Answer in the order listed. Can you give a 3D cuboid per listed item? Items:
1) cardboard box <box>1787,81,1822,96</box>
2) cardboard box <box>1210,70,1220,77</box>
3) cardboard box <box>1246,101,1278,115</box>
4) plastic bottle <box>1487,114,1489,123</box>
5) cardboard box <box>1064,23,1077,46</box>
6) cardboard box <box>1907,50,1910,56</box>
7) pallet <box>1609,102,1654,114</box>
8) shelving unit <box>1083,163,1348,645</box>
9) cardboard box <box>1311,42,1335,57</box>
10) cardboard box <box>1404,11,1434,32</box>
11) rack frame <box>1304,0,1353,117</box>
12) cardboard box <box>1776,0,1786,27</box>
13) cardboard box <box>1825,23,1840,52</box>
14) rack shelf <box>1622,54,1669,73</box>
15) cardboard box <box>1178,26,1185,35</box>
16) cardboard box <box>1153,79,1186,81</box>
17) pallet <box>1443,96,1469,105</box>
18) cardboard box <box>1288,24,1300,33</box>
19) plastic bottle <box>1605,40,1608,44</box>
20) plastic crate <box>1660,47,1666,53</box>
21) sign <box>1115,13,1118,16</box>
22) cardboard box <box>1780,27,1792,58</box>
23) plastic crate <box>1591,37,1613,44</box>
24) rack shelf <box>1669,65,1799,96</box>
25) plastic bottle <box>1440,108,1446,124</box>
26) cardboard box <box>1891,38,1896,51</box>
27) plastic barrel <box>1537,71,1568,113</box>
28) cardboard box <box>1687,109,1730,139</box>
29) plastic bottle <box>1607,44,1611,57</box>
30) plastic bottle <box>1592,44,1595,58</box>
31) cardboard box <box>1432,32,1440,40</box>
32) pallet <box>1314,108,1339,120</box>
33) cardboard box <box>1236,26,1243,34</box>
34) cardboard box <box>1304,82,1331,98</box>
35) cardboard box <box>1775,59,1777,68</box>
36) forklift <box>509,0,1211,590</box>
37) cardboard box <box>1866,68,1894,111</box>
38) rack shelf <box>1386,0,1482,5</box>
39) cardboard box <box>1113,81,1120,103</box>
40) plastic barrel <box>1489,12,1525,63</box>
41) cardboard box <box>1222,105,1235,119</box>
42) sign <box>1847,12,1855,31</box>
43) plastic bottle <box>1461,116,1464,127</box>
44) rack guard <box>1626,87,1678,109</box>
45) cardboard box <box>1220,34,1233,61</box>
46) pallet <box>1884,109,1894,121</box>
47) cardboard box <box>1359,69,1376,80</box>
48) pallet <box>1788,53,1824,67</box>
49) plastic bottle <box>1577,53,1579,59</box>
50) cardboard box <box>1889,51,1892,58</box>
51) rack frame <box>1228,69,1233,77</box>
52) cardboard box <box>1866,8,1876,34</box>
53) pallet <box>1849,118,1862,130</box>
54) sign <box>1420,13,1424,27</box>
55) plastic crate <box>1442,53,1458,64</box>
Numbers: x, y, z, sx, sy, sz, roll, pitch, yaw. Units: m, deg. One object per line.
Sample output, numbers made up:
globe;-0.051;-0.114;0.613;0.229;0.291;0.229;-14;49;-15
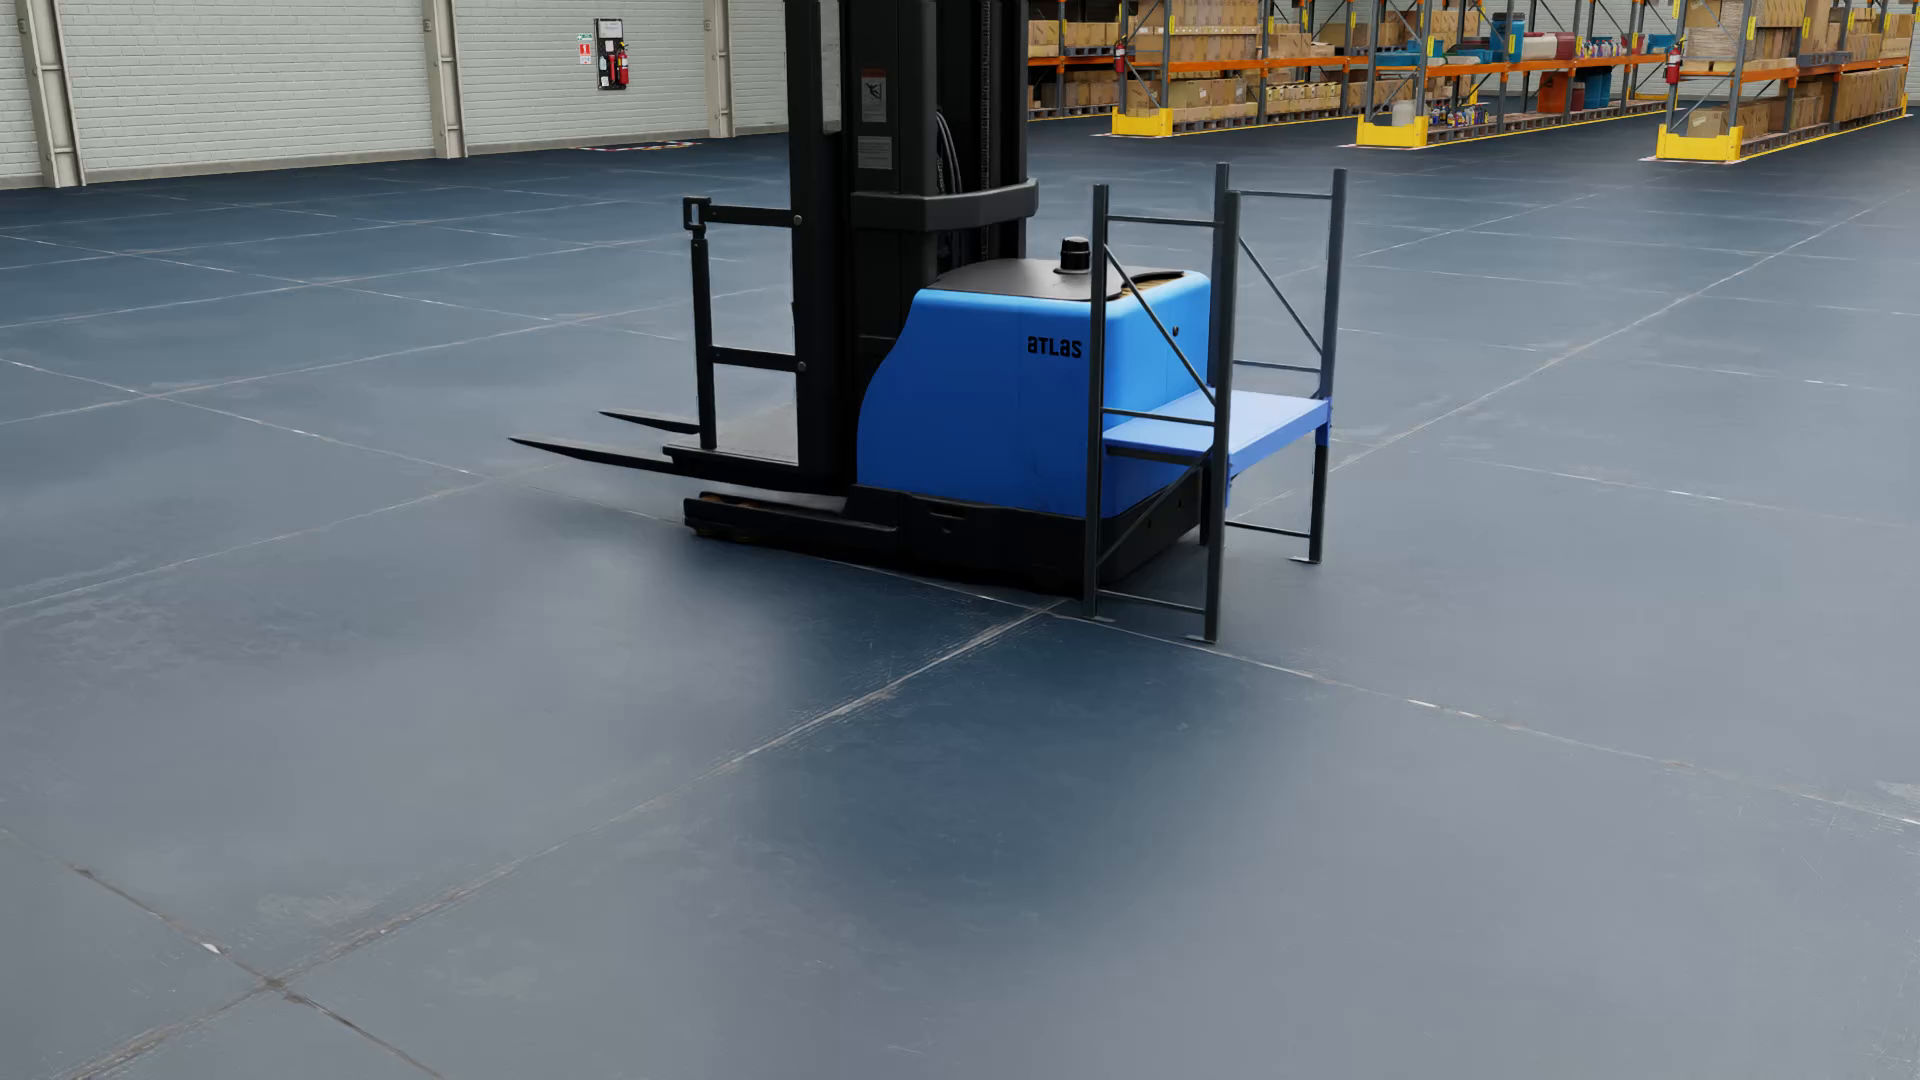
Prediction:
cardboard box;15.790;-8.455;31.120;0.500;0.250;0.500;13;22;37
cardboard box;6.331;-11.820;42.665;0.750;0.750;0.750;13;21;35
cardboard box;6.267;-8.984;34.543;0.500;0.250;0.500;12;21;33
plastic bottle;9.838;-7.900;31.102;0.097;0.201;0.097;0;17;0
cardboard box;2.178;-11.291;37.136;0.700;0.500;0.500;12;21;35
cardboard box;20.984;-10.888;37.170;0.380;0.149;0.250;13;21;36
pallet;15.704;-10.215;39.283;1.003;0.211;1.213;12;21;35
shelving unit;0.919;-0.533;5.931;0.538;1.500;1.048;10;20;30
cardboard box;7.959;-10.875;36.856;0.500;0.311;0.500;14;22;38
cardboard box;11.101;-12.537;40.203;0.500;0.500;0.500;13;22;36
rack frame;8.211;-10.997;37.097;1.000;3.000;0.127;12;21;35
cardboard box;12.838;-8.447;26.532;0.500;0.500;0.500;12;21;35
cardboard box;15.623;-9.207;30.458;0.500;0.500;0.700;-16;24;-42
rack shelf;15.762;-11.206;38.984;1.077;0.370;4.000;12;21;35
cardboard box;4.006;-9.567;31.233;0.380;0.149;0.250;12;21;33
cardboard box;4.109;-8.758;32.551;0.500;0.500;0.500;12;21;35
pallet;12.458;-11.362;42.976;1.003;0.211;1.213;12;21;35
cardboard box;8.701;-13.796;45.607;0.980;0.700;0.700;14;22;37
plastic bottle;14.170;-10.798;36.542;0.144;0.351;0.185;12;21;35
plastic crate;16.613;-11.702;39.713;0.396;0.136;0.243;12;21;35
sign;3.783;-12.521;40.054;0.100;0.325;0.005;12;21;35
cardboard box;13.464;-8.386;28.020;0.875;0.500;0.500;12;21;35
plastic crate;14.575;-11.266;37.889;0.392;0.384;0.575;12;21;35
rack shelf;12.590;-7.473;26.962;1.077;0.370;4.000;12;21;35
plastic bottle;9.000;-7.900;30.984;0.097;0.271;0.097;0;17;0
cardboard box;19.643;-10.576;35.494;0.500;0.250;0.500;13;22;36
plastic barrel;12.465;-9.404;34.920;0.600;0.830;0.708;12;21;35
cardboard box;11.784;-6.492;26.099;0.500;0.500;0.500;-15;23;-40
plastic bottle;14.077;-10.656;36.209;0.152;0.276;0.135;12;21;35
plastic bottle;13.430;-10.378;35.301;0.061;0.283;0.133;12;21;35
cardboard box;11.420;-12.193;40.780;0.500;0.500;0.500;13;21;36
pallet;7.689;-9.476;36.901;1.003;0.211;1.213;12;21;35
cardboard box;5.379;-10.115;32.995;0.380;0.149;0.250;12;21;35
cardboard box;7.792;-9.859;36.415;0.500;0.311;0.500;12;21;34
cardboard box;13.105;-7.780;27.164;0.380;0.149;0.250;12;21;35
forklift;-0.544;-1.514;6.679;3.031;2.935;1.130;9;20;28
cardboard box;19.542;-9.741;35.929;0.875;0.875;0.875;12;21;35
rack shelf;11.786;-13.515;41.361;1.077;0.370;4.000;12;21;35
cardboard box;3.443;-10.605;39.308;0.700;0.500;0.500;12;21;35
plastic barrel;10.277;-9.446;31.257;0.600;0.901;0.708;12;21;35
cardboard box;5.135;-8.543;33.125;0.500;0.250;0.500;12;21;35
sign;16.606;-9.667;30.996;0.100;0.325;0.005;12;21;35
plastic bottle;9.074;-7.595;30.118;0.097;0.201;0.097;0;17;0
rack guard;16.958;-10.840;40.808;1.175;0.500;0.348;12;21;35
cardboard box;4.957;-9.739;32.880;0.700;0.500;0.500;13;21;35
pallet;19.790;-9.325;36.417;1.003;0.211;1.213;12;21;35
cardboard box;9.515;-11.013;39.360;0.500;0.250;0.500;12;21;35
pallet;14.354;-8.357;28.921;1.003;0.211;1.213;12;21;35
plastic bottle;12.796;-10.128;34.516;0.097;0.271;0.097;0;17;0
cardboard box;19.612;-10.339;35.403;0.380;0.149;0.250;12;21;34
rack frame;6.614;-12.824;42.981;1.000;3.000;0.127;12;21;35
cardboard box;18.174;-10.571;33.867;0.797;0.503;0.637;12;21;33
pallet;17.422;-8.377;33.364;1.003;0.211;1.213;12;21;35
sign;11.042;-12.405;39.680;0.100;0.325;0.005;12;21;35
plastic crate;8.768;-8.793;30.359;0.450;0.188;0.662;12;21;35
